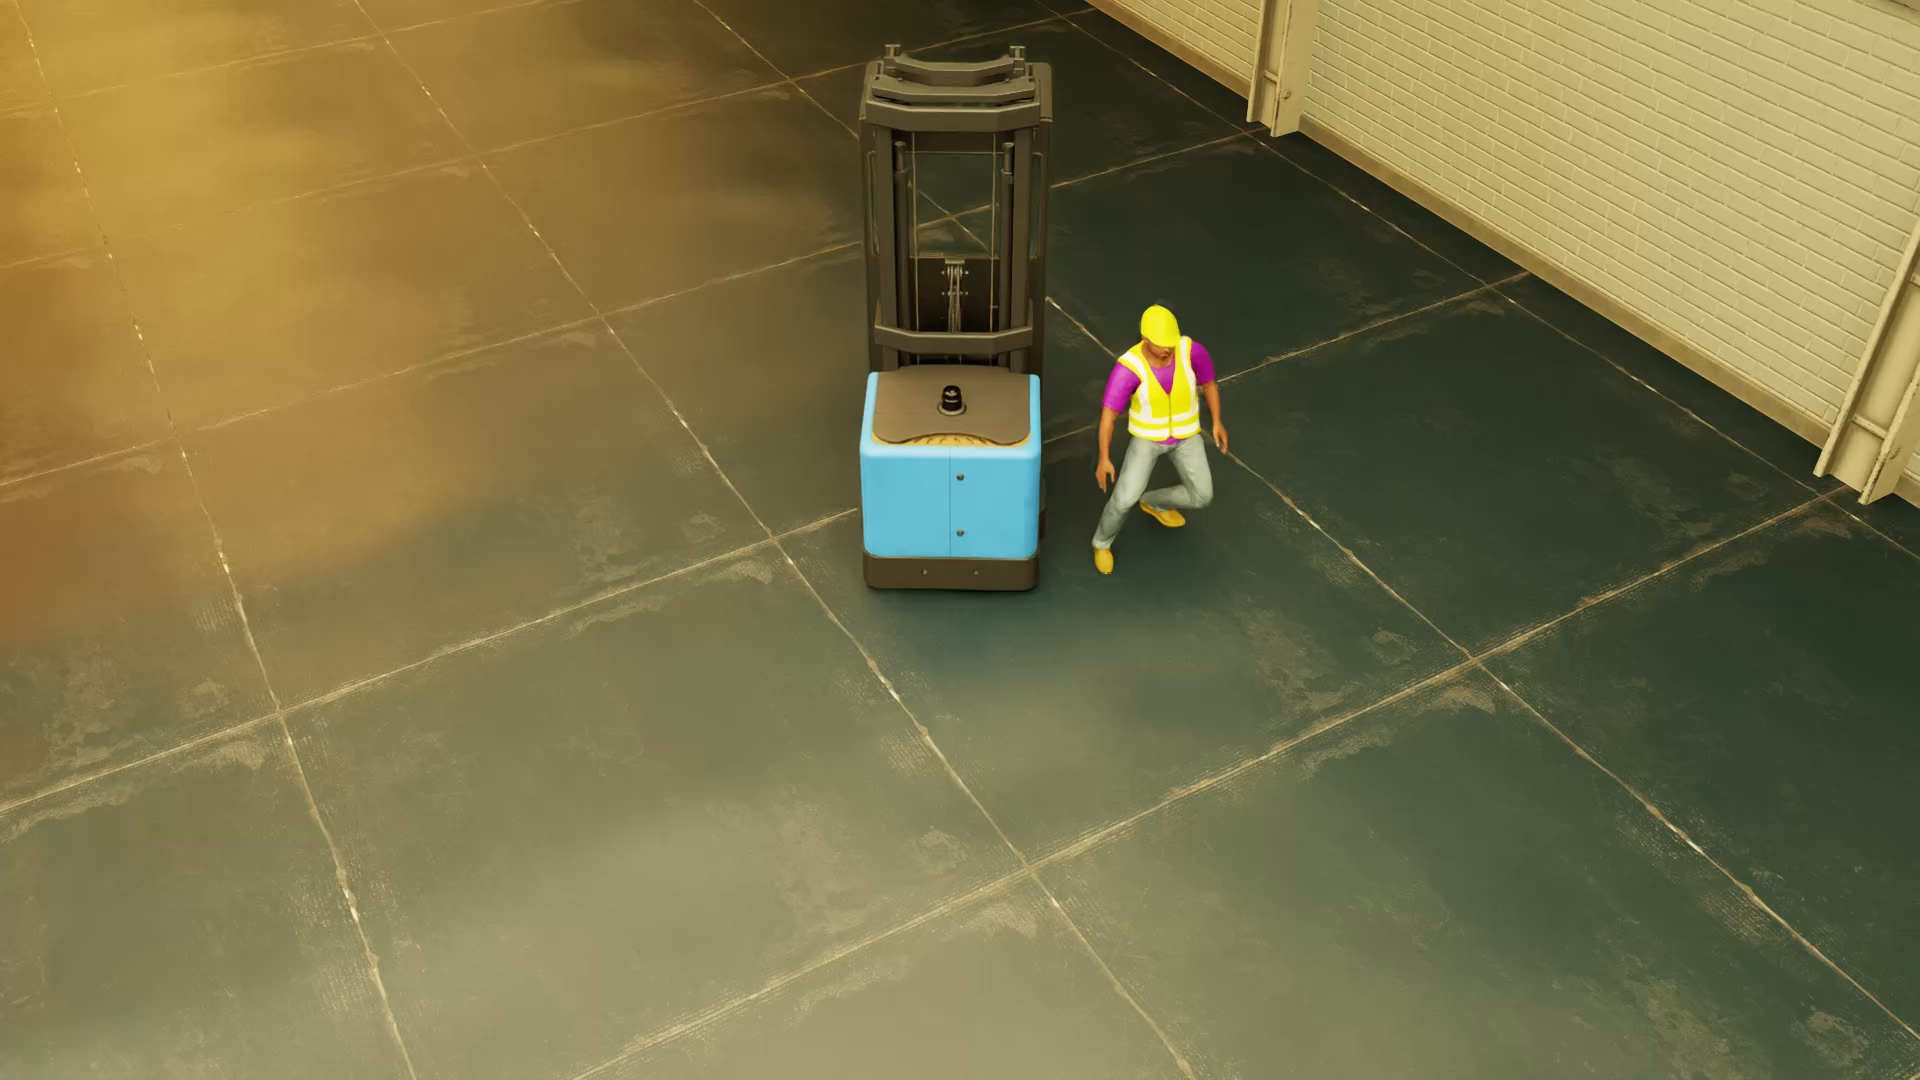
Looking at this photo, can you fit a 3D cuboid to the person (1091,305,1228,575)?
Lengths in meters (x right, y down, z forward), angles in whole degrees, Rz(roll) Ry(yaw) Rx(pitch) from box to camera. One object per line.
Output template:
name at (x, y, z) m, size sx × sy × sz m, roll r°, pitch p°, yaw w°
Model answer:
person at (1.160, -0.592, 9.788) m, size 0.834 × 1.678 × 0.581 m, roll -6°, pitch 40°, yaw -7°

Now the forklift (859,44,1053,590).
forklift at (-0.017, -1.747, 10.142) m, size 1.130 × 2.935 × 3.031 m, roll 1°, pitch 40°, yaw 1°
